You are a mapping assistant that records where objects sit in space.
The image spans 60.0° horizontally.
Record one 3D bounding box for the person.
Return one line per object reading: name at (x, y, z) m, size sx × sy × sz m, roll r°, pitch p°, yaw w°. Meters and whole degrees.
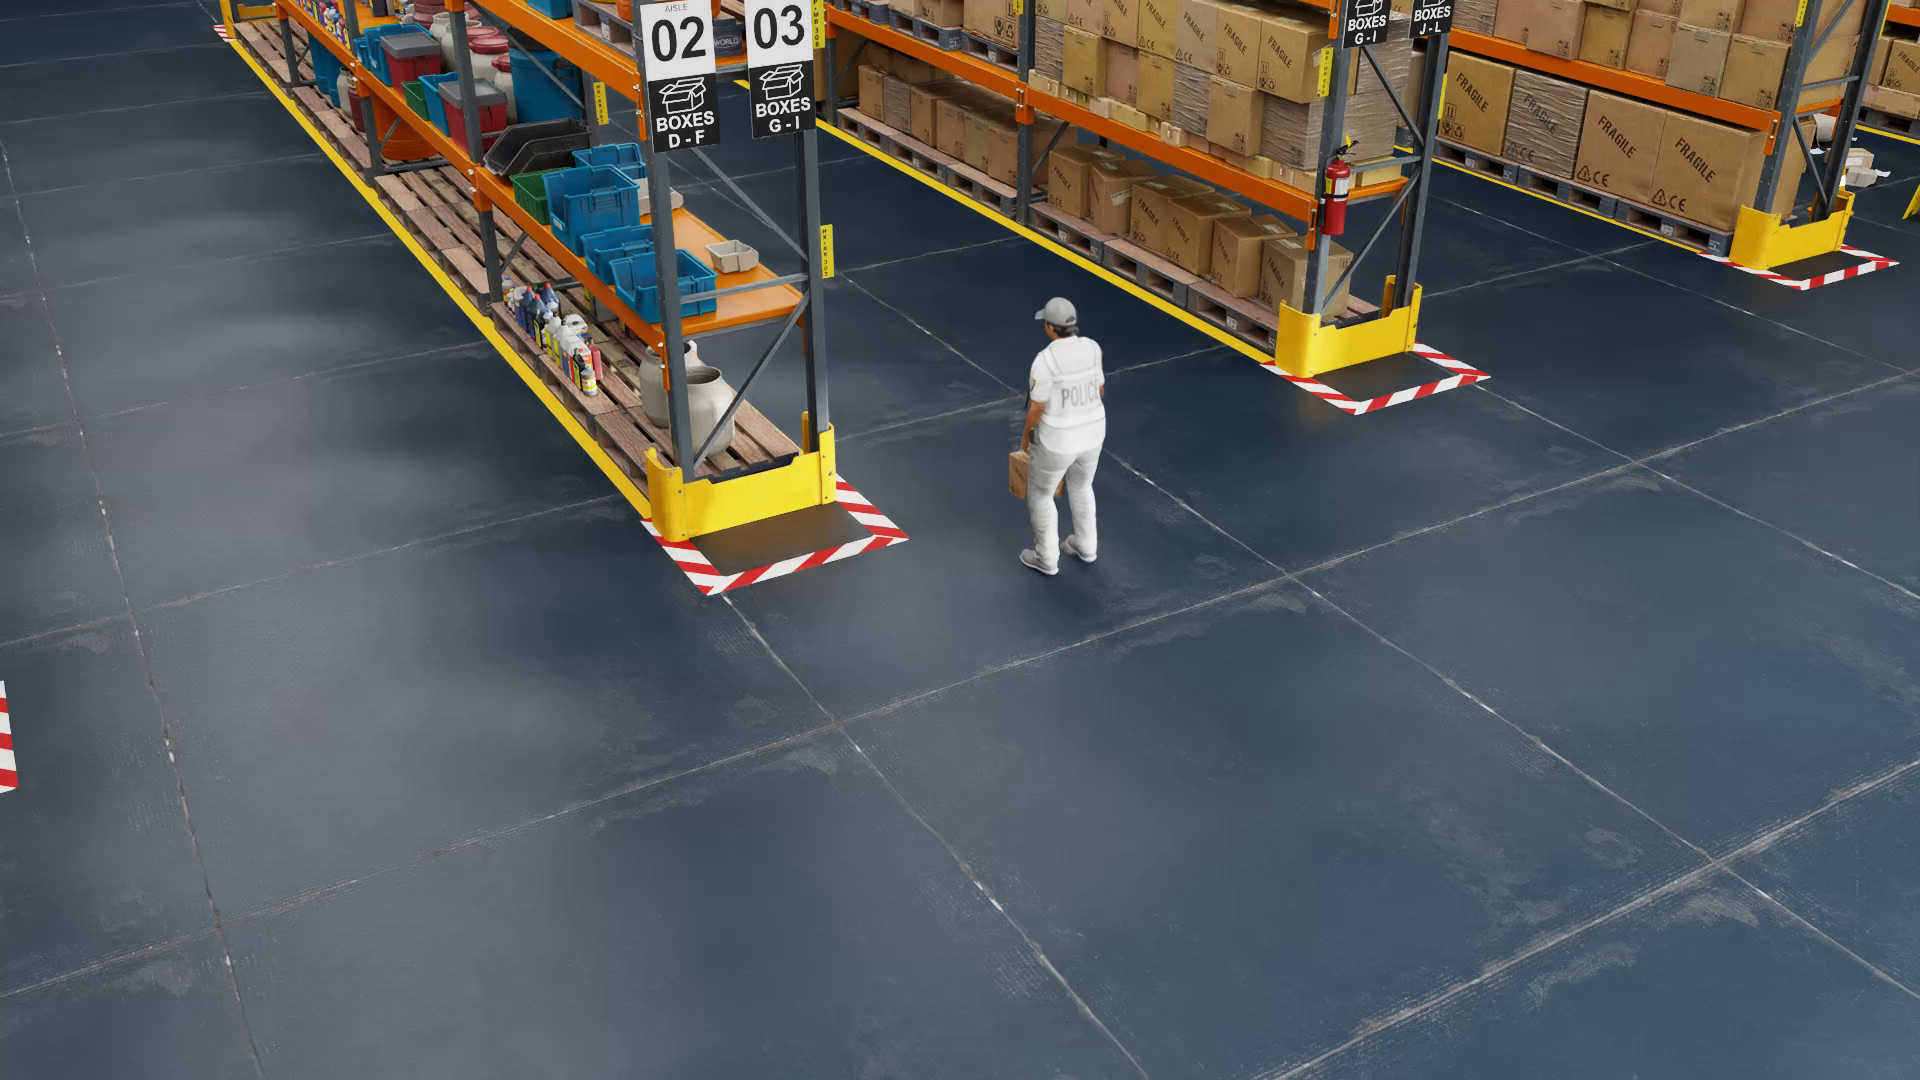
person at (0.600, -0.597, 9.613) m, size 0.526 × 1.670 × 0.439 m, roll -17°, pitch 33°, yaw -27°
